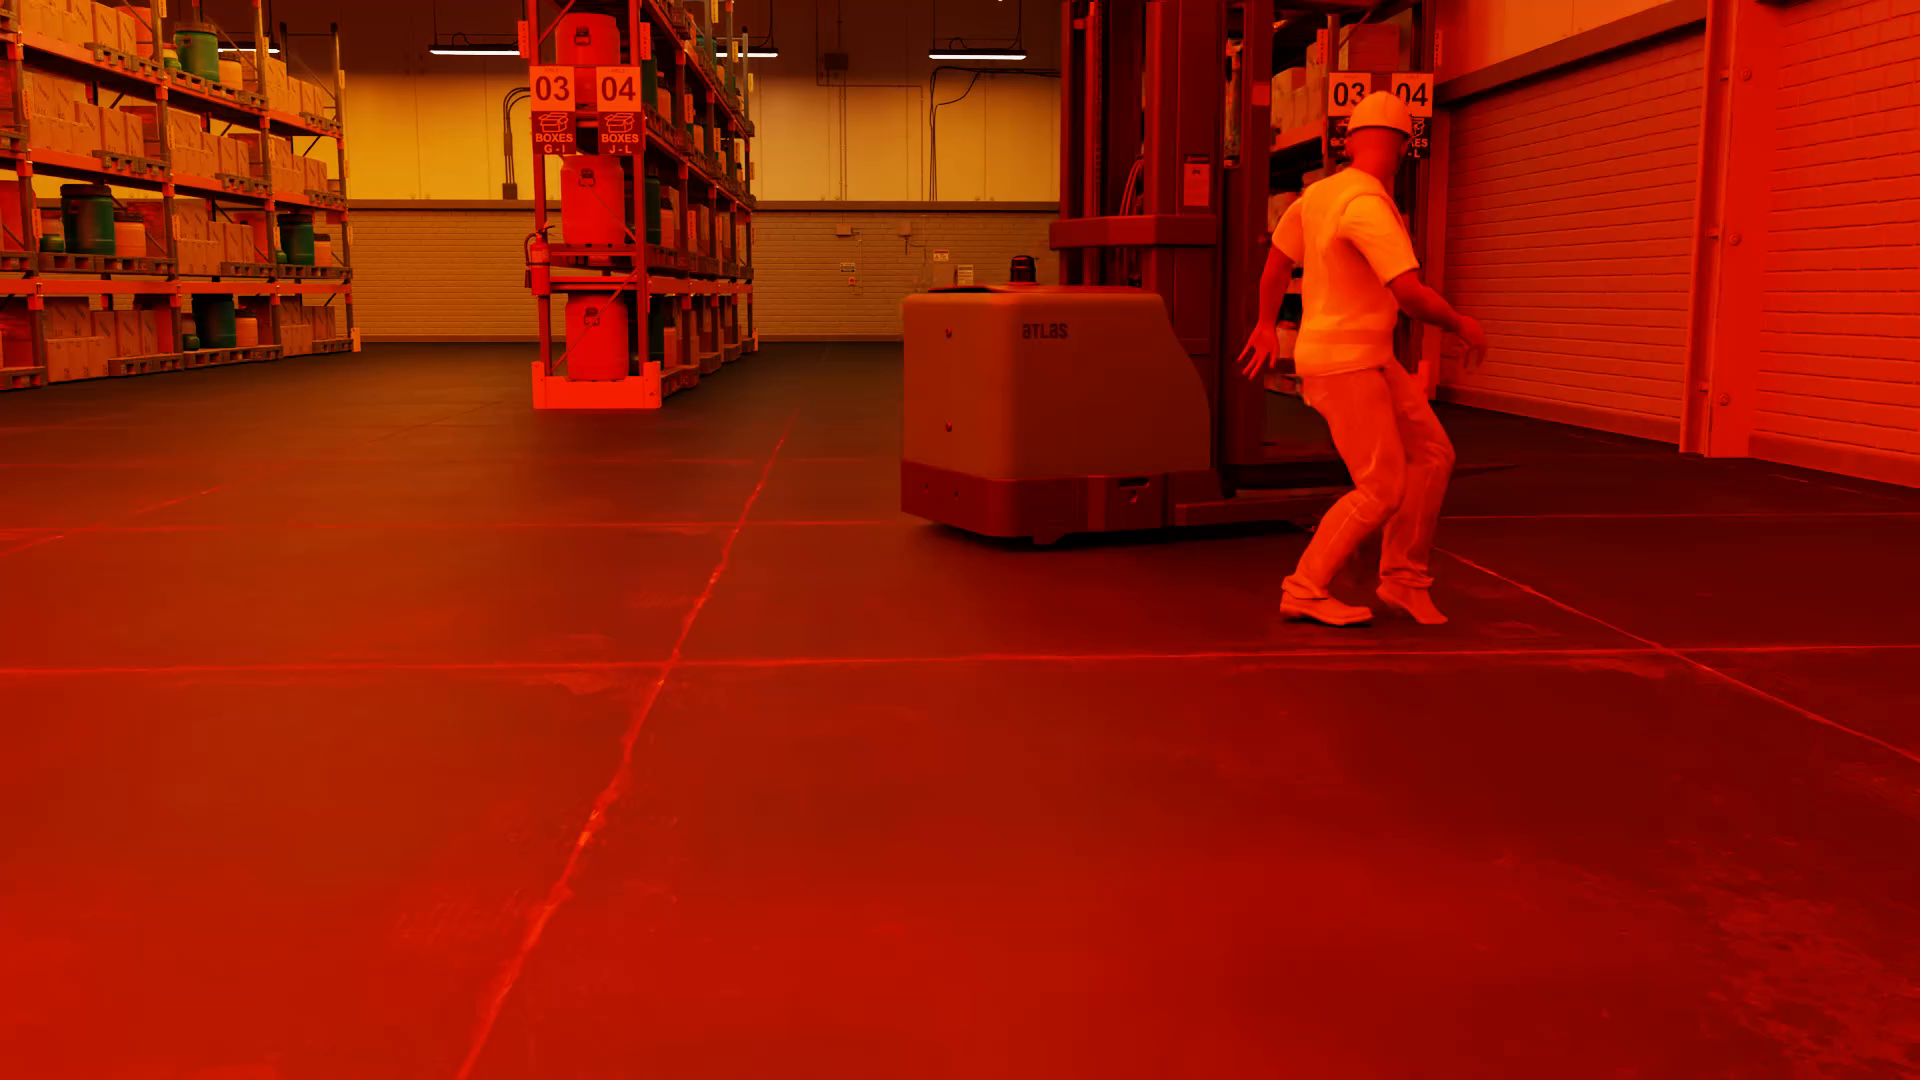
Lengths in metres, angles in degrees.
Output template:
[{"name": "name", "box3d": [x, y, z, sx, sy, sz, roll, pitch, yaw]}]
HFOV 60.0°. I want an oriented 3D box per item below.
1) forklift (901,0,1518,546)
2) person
[{"name": "forklift", "box3d": [1.282, -1.550, 7.768, 3.031, 2.935, 1.130, -4, 9, -26]}, {"name": "person", "box3d": [1.271, -0.543, 5.380, 0.818, 1.763, 0.657, 3, 9, 17]}]
